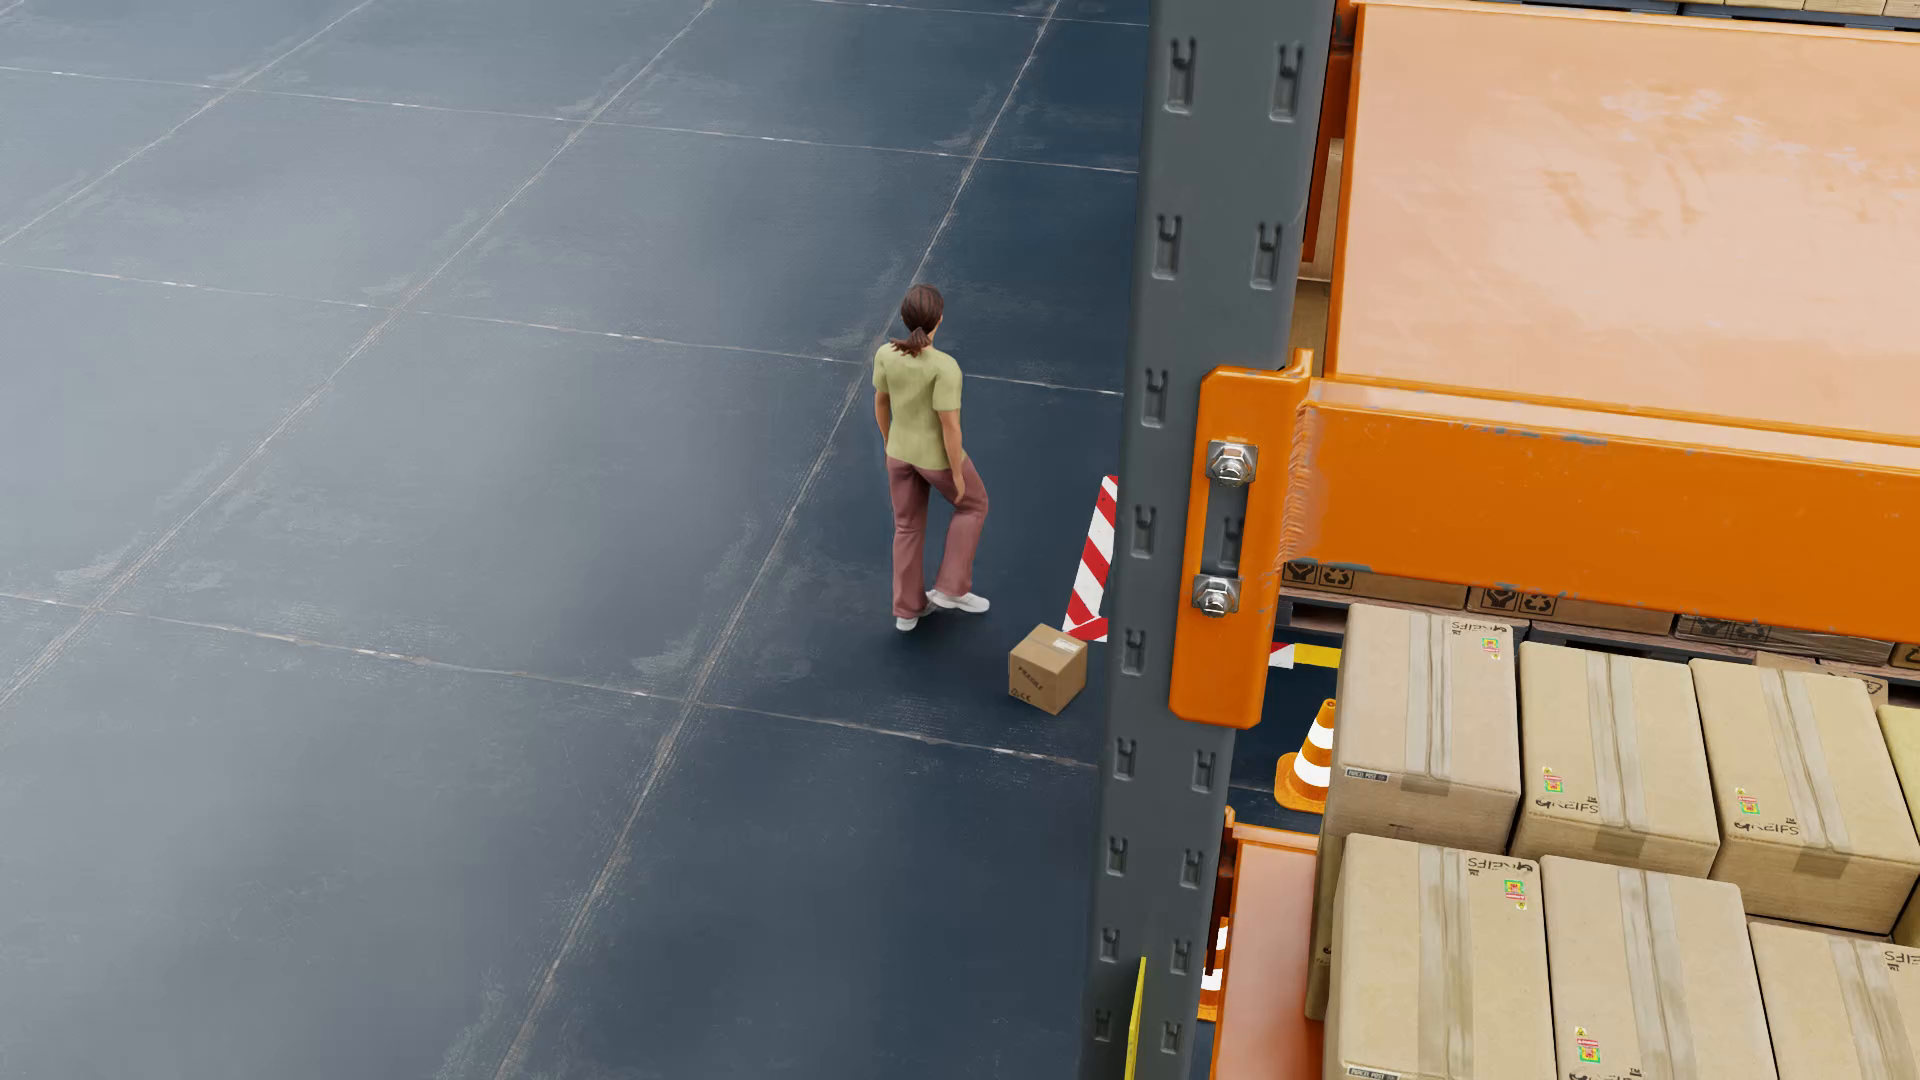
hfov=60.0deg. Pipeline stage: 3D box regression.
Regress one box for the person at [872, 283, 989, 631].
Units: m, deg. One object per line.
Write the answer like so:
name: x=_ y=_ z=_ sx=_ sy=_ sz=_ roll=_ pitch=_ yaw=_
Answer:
person: x=-0.144 y=-0.356 z=7.405 sx=0.539 sy=1.663 sz=0.497 roll=18 pitch=40 yaw=22
